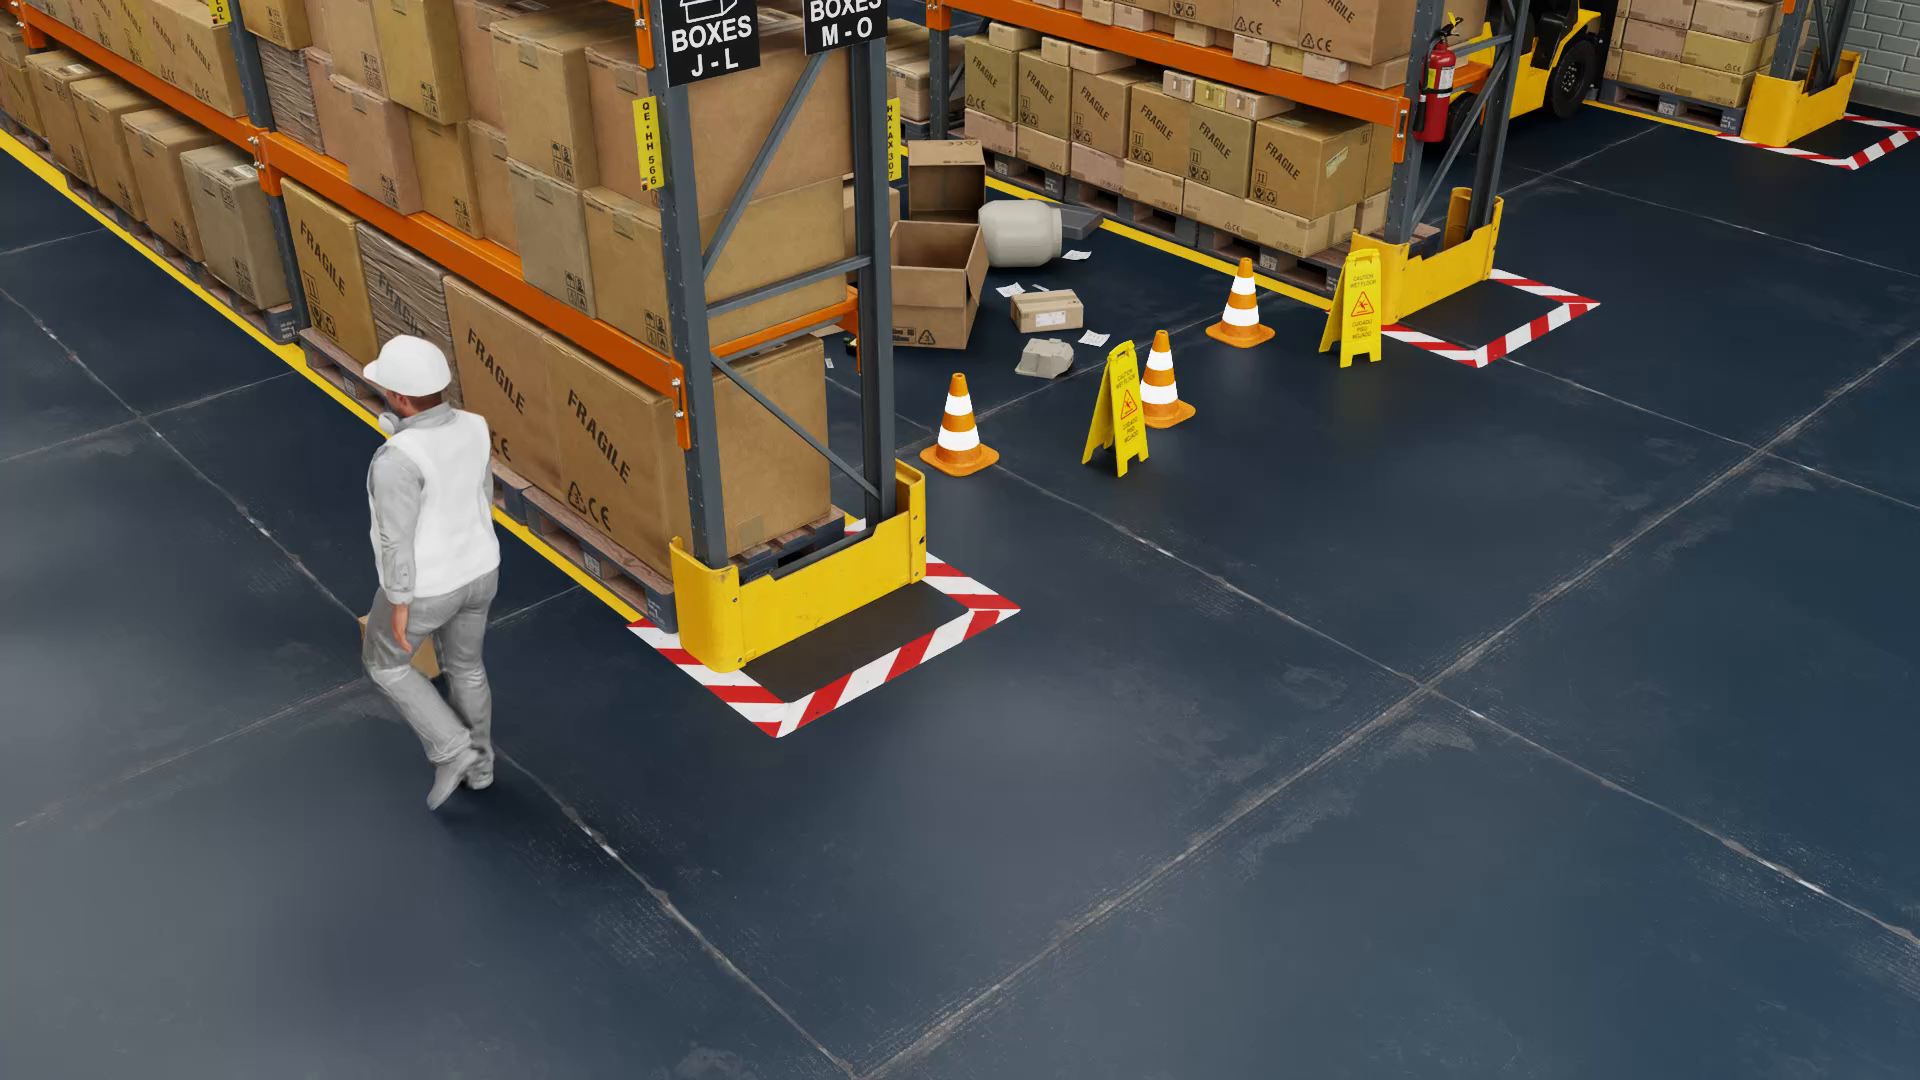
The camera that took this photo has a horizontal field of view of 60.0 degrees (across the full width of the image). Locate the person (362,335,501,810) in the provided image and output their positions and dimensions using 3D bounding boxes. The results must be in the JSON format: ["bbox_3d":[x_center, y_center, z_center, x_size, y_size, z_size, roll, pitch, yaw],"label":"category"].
[{"bbox_3d":[-1.851,0.111,5.891,0.462,1.767,0.596,19,36,28],"label":"person"}]
